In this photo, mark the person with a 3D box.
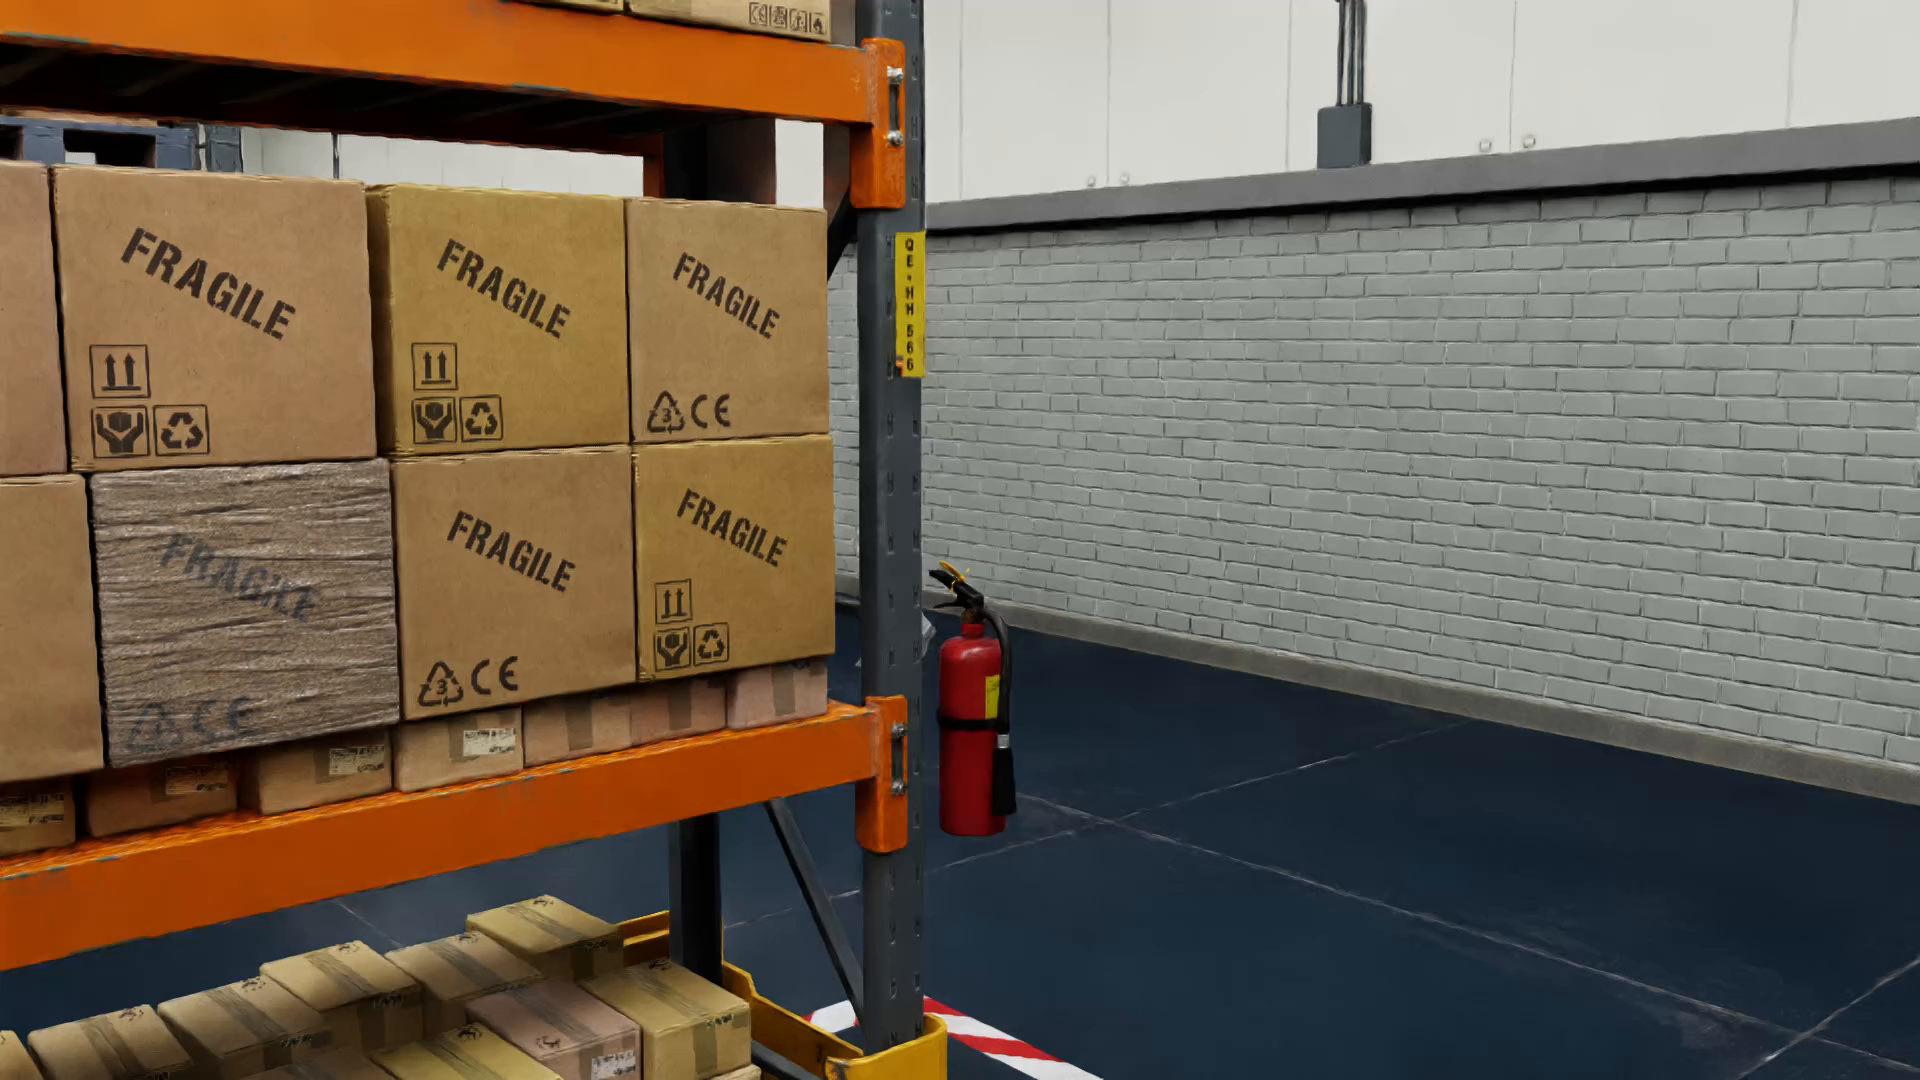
[{"bbox_3d":[-0.441,-0.061,10.570,0.508,1.772,0.566,-3,8,-24],"label":"person"}]
